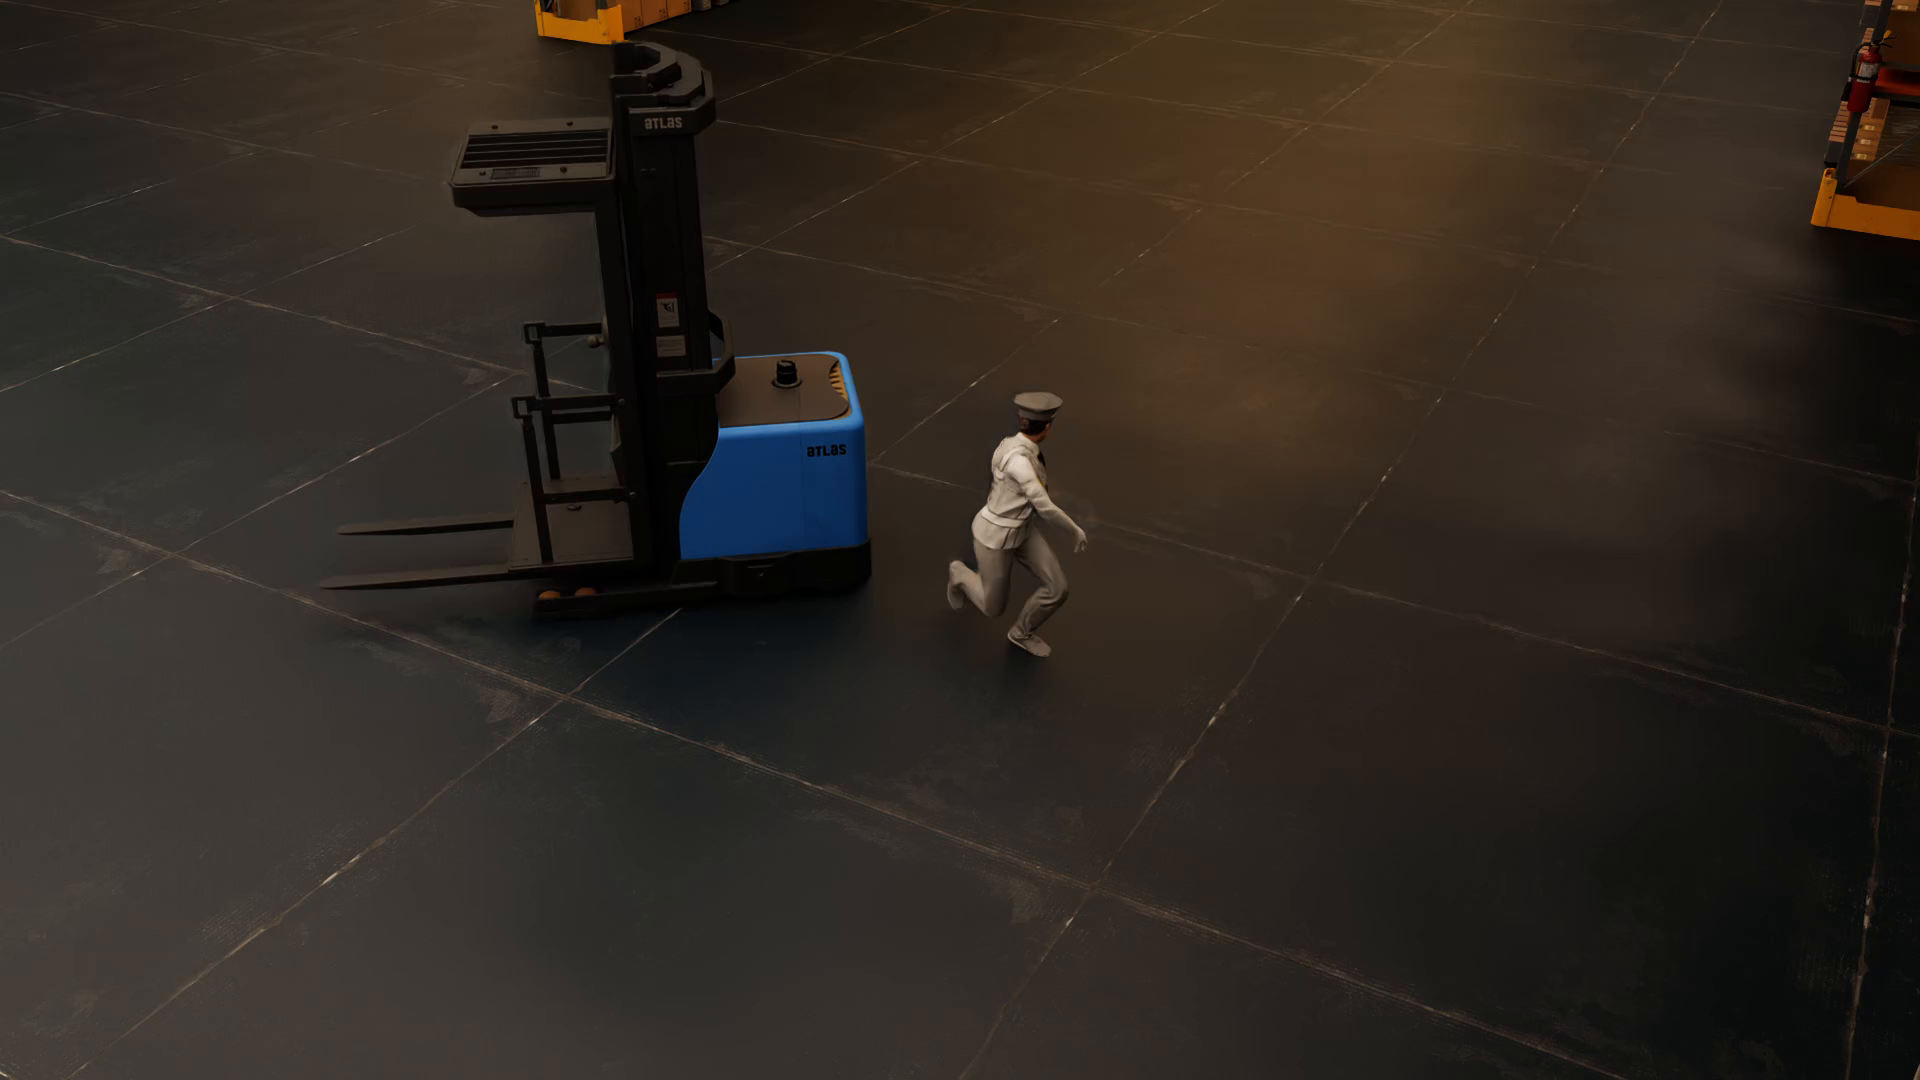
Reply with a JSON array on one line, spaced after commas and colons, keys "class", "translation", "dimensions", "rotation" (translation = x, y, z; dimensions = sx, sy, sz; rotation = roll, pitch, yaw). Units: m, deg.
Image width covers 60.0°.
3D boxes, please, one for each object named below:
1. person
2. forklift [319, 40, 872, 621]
[{"class": "person", "translation": [0.288, -0.104, 8.792], "dimensions": [0.842, 1.449, 0.564], "rotation": [18, 34, 28]}, {"class": "forklift", "translation": [-2.071, -1.105, 8.985], "dimensions": [3.031, 2.935, 1.130], "rotation": [-5, 30, -8]}]
